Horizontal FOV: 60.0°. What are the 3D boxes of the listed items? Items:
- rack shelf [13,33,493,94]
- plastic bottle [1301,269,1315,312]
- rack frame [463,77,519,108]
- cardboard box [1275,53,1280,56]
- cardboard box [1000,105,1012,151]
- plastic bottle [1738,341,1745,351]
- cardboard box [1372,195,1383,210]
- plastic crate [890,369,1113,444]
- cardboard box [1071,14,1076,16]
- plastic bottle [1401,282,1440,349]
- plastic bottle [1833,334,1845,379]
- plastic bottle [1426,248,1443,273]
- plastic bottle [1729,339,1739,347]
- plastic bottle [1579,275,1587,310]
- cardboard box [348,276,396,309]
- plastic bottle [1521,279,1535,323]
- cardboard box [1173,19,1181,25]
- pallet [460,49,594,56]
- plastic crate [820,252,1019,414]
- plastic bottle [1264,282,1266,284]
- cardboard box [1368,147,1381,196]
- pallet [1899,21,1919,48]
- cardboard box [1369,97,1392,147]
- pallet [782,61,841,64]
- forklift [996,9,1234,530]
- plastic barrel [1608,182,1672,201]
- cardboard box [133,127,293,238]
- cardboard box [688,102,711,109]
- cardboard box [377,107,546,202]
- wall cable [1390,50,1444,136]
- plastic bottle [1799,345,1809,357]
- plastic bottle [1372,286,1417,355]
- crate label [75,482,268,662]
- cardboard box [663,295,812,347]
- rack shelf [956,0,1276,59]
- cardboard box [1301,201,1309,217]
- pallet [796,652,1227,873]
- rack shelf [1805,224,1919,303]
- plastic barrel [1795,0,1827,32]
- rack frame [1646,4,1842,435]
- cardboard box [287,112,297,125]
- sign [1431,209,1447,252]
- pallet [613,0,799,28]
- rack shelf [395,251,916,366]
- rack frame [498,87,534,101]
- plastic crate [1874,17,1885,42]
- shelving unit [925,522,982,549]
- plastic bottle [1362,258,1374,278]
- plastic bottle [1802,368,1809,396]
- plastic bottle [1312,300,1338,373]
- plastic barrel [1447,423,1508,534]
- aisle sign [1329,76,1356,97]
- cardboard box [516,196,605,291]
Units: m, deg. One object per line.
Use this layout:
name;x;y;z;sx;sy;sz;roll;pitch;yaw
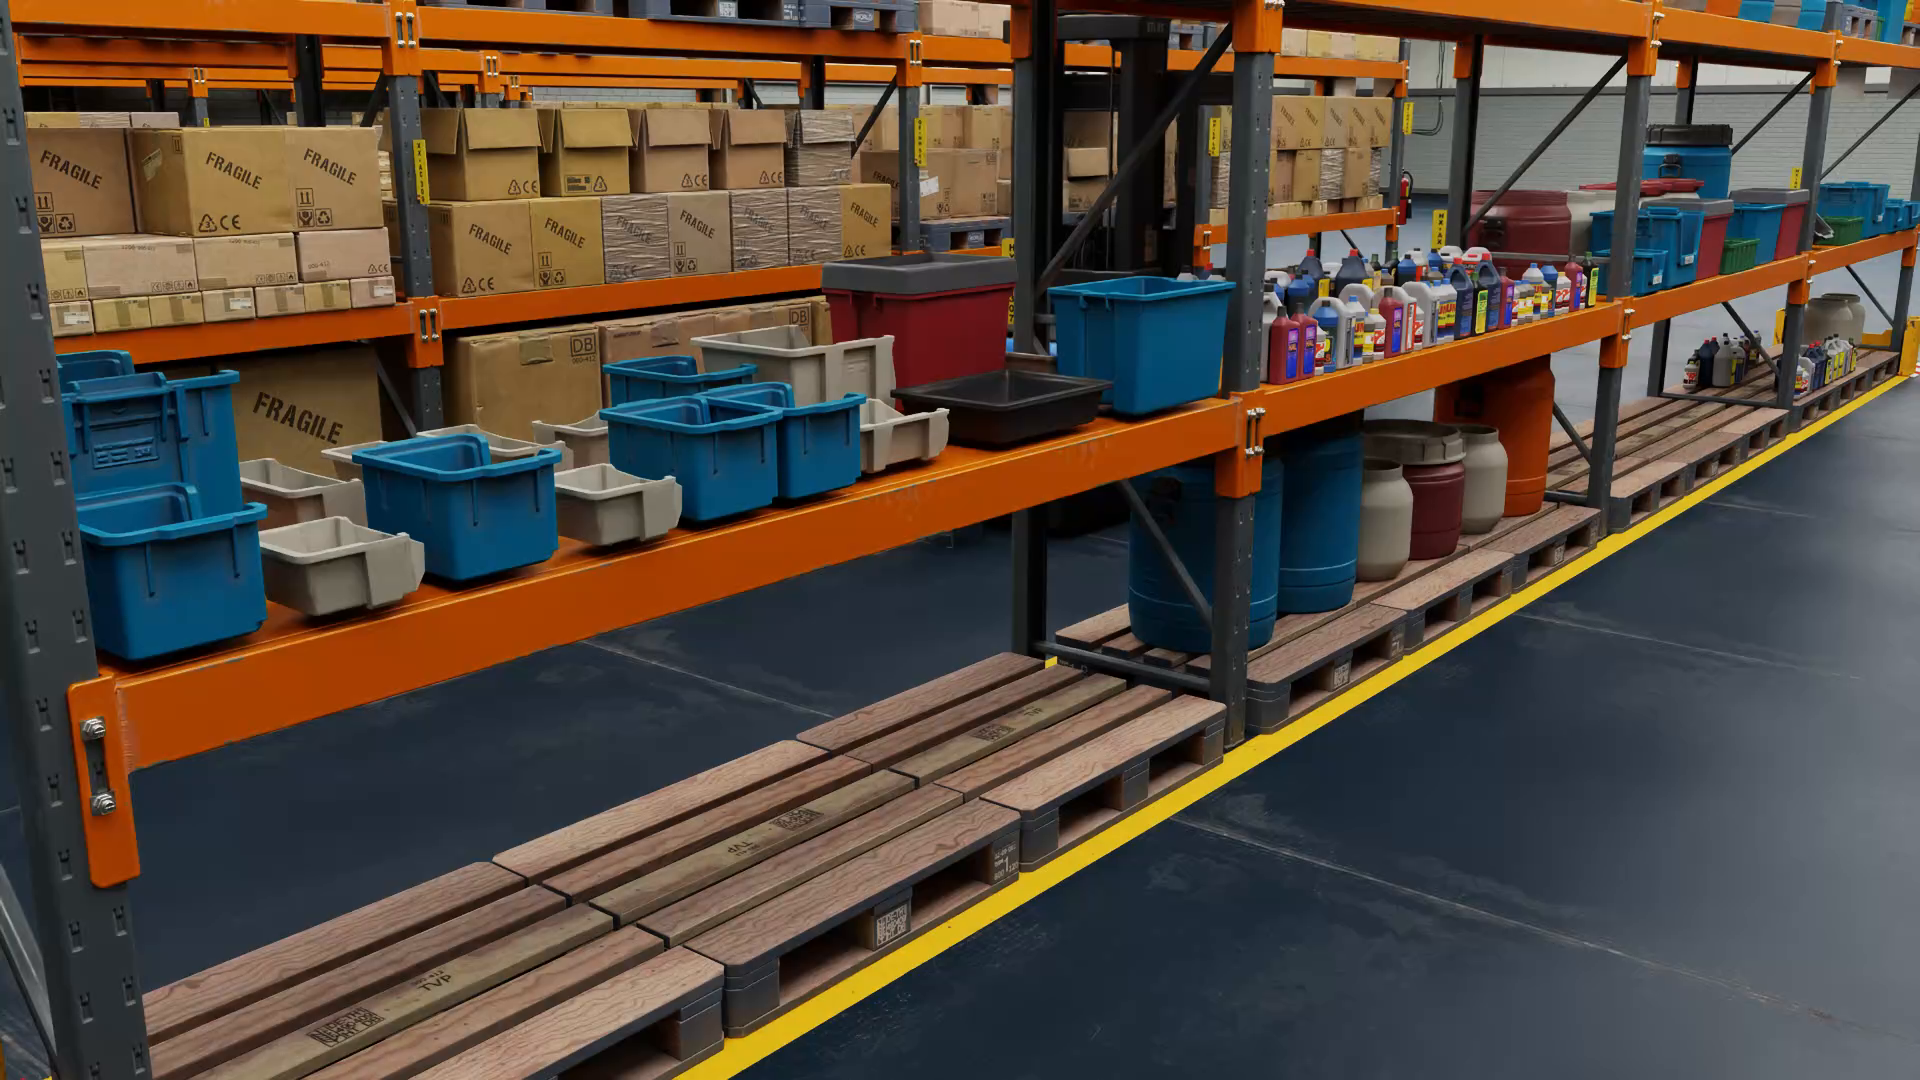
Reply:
rack shelf;-5.762;-3.810;13.397;1.077;0.370;4.000;11;18;38
plastic bottle;1.584;-1.111;7.665;0.097;0.271;0.097;0;14;0
rack frame;-5.905;-4.600;21.140;1.000;3.000;0.127;11;18;38
cardboard box;2.614;-4.597;15.338;0.500;0.250;0.500;11;18;37
cardboard box;0.260;-5.151;20.809;0.875;0.550;0.550;11;18;38
plastic bottle;6.256;-1.453;13.373;0.061;0.283;0.133;11;18;38
cardboard box;4.299;-3.625;17.809;0.380;0.149;0.250;11;18;38
plastic crate;0.133;-0.408;5.074;0.437;0.125;0.590;11;18;38
cardboard box;0.703;-4.236;13.237;0.380;0.166;0.250;11;18;36
plastic bottle;1.943;-0.960;7.060;0.152;0.276;0.135;11;18;38
plastic bottle;6.988;-1.473;13.317;0.144;0.351;0.185;12;19;40
plastic bottle;2.524;-1.421;8.886;0.097;0.271;0.097;0;14;0
plastic bottle;6.265;-1.491;13.537;0.152;0.276;0.135;12;18;39
plastic bottle;3.132;-1.275;8.454;0.097;0.201;0.097;0;14;0
cardboard box;-3.162;-1.304;8.674;0.380;0.149;0.250;11;18;38
plastic bottle;2.681;-1.138;7.914;0.097;0.201;0.097;0;14;0
cardboard box;1.783;-4.748;15.124;0.380;0.149;0.250;12;19;39
pallet;-4.142;-4.582;15.357;1.213;0.211;1.003;12;19;40
plastic crate;-0.129;-0.696;5.520;0.402;0.464;0.583;11;18;38
plastic bottle;1.255;-1.026;7.322;0.152;0.276;0.135;11;18;38
cardboard box;3.950;-3.924;17.672;0.875;0.500;0.500;11;18;38
pallet;7.574;-4.285;14.191;1.003;0.211;1.213;11;18;38
cardboard box;4.164;-4.367;17.381;0.500;0.500;0.500;11;18;38
pallet;-1.469;-5.420;18.453;1.003;0.211;1.213;11;18;38
forklift;1.057;-1.780;10.177;1.130;2.935;3.031;11;18;36
plastic barrel;4.423;-2.076;10.929;0.433;0.535;0.433;0;14;0
cardboard box;-3.624;-1.745;8.077;0.500;0.500;0.500;11;18;38
cardboard box;-3.866;-5.816;23.088;0.700;0.500;0.500;11;18;38
cardboard box;-2.830;-2.193;9.423;0.797;0.503;0.637;11;18;36
wall cable;13.343;-13.647;50.875;3.097;2.526;0.112;11;18;38
plastic bottle;6.741;-1.420;13.257;0.152;0.276;0.135;11;18;38
plastic bottle;1.797;-0.915;6.885;0.152;0.276;0.135;11;18;38
crate label;-1.475;0.053;3.039;0.416;0.233;0.303;11;18;38
cardboard box;-1.727;-1.176;11.123;1.225;0.875;0.875;11;18;38
rack shelf;-0.629;-1.490;4.267;1.077;0.370;4.000;11;18;38
cardboard box;3.226;-3.284;16.468;0.380;0.149;0.250;11;18;38
pallet;0.196;0.730;5.821;1.003;0.211;1.213;11;18;38
rack shelf;6.913;-2.335;13.682;1.077;0.370;4.000;11;18;38
plastic barrel;5.505;-3.866;11.139;0.600;0.901;0.708;11;18;38
rack frame;5.656;-2.300;12.086;1.000;3.000;0.127;11;18;38
cardboard box;-7.610;-4.902;19.349;0.380;0.149;0.250;10;17;35
sign;2.709;-1.697;9.380;0.100;0.325;0.005;11;18;38
pallet;-1.775;-3.317;10.379;1.003;0.211;1.213;12;19;40
rack shelf;-1.968;-1.569;10.669;1.077;0.370;4.000;11;18;38
rack frame;-7.254;-6.134;27.176;1.000;3.000;0.127;11;18;38
plastic crate;6.859;-3.912;12.766;0.336;0.188;0.450;11;18;38
shelving unit;-0.034;-0.499;8.953;0.215;1.050;0.252;11;18;38
plastic bottle;2.004;-1.263;8.263;0.097;0.271;0.097;0;14;0
plastic bottle;6.325;-1.189;12.503;0.097;0.201;0.097;0;14;0
plastic bottle;1.393;-0.779;6.360;0.097;0.271;0.097;0;14;0
plastic barrel;2.562;-0.314;8.466;0.421;0.512;0.421;0;14;0
aisle sign;4.123;-5.151;18.028;0.394;0.787;0.004;11;18;38
cardboard box;-2.426;-1.729;9.634;0.500;0.500;0.500;11;18;38
